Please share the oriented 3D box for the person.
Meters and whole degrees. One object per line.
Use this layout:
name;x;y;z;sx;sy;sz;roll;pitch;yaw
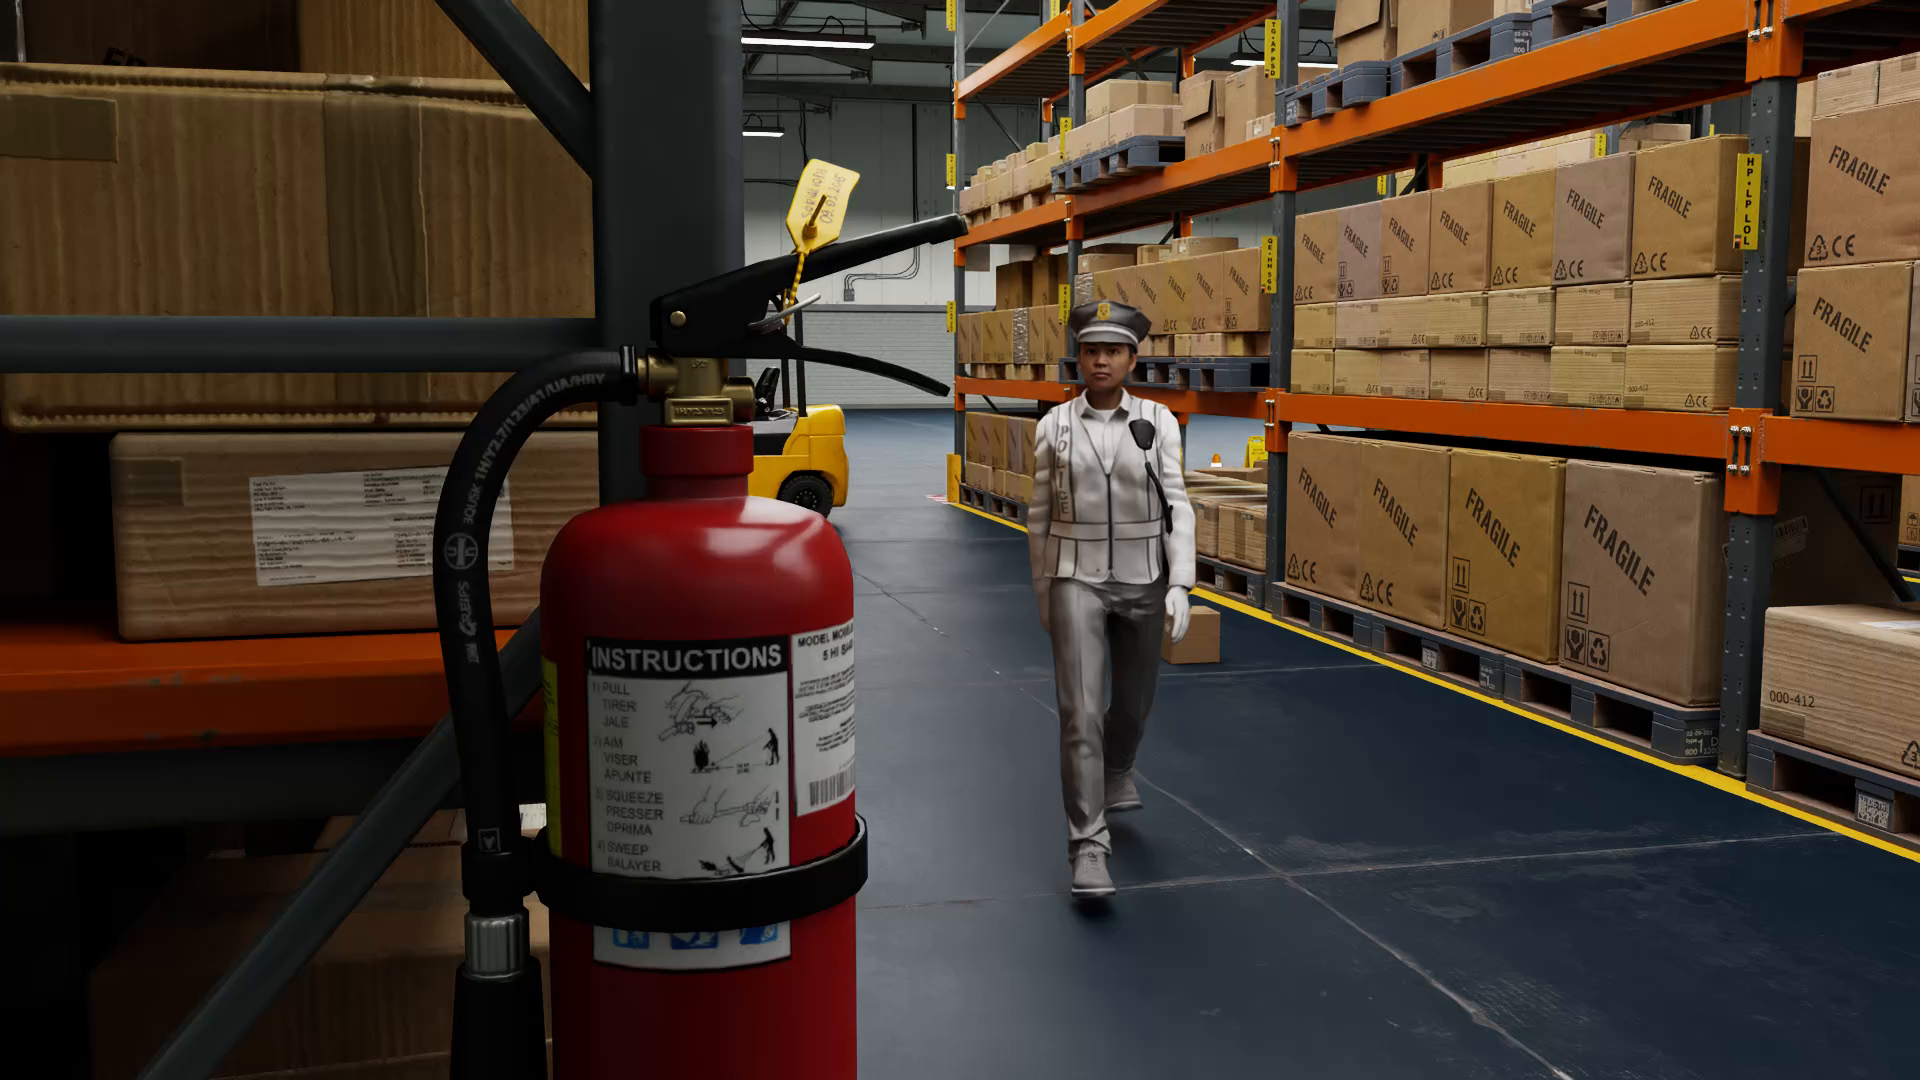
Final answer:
person;0.442;0.124;4.863;0.481;1.639;1.009;0;6;-1
